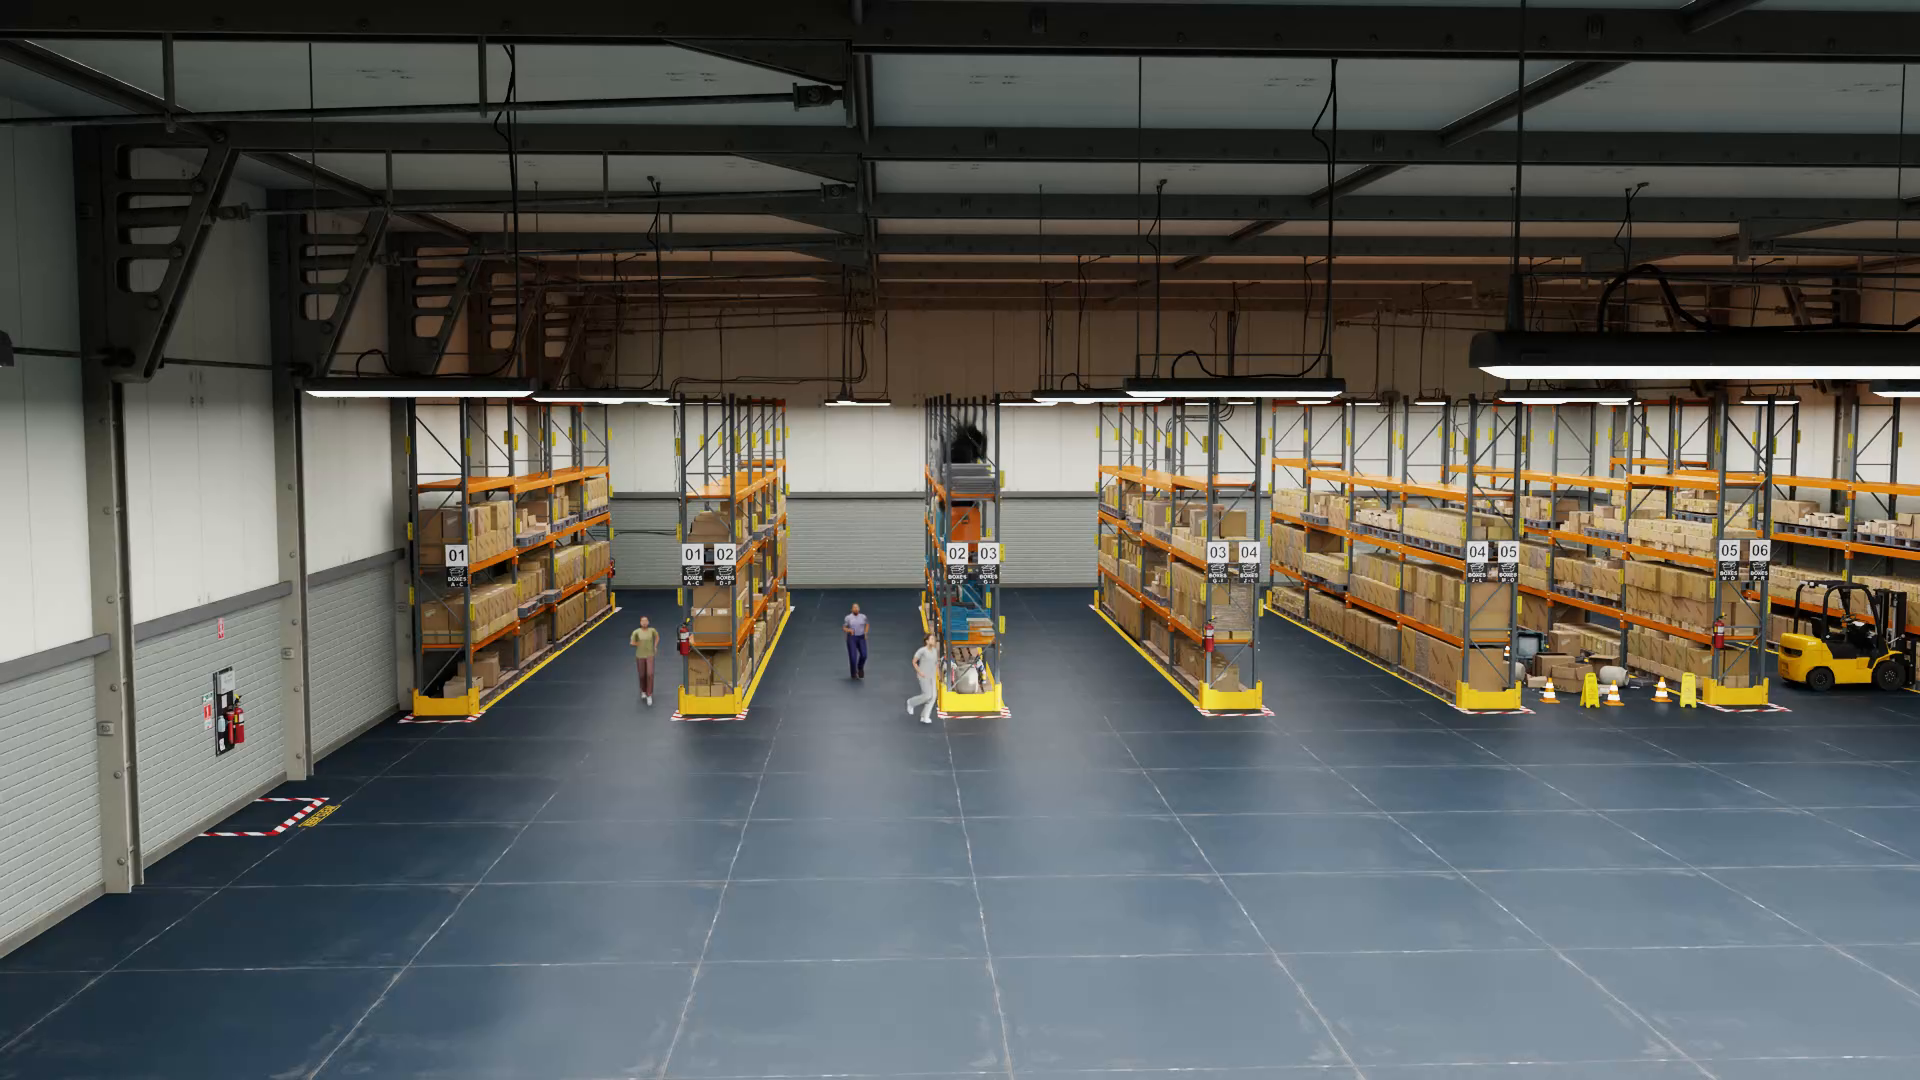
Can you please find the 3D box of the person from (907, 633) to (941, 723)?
[{"bbox_3d":[-0.592,2.510,30.513,0.643,1.598,0.594,4,6,44],"label":"person"}]

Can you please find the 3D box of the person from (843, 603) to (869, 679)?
[{"bbox_3d":[-2.173,2.139,35.113,0.591,1.618,0.576,-1,5,-13],"label":"person"}]

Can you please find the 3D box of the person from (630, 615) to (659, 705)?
[{"bbox_3d":[-6.147,2.324,32.425,0.566,1.676,0.841,-1,5,-11],"label":"person"}]

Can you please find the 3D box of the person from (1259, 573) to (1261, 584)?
[{"bbox_3d":[7.819,1.369,44.691,0.547,1.628,0.640,0,5,-5],"label":"person"}]
